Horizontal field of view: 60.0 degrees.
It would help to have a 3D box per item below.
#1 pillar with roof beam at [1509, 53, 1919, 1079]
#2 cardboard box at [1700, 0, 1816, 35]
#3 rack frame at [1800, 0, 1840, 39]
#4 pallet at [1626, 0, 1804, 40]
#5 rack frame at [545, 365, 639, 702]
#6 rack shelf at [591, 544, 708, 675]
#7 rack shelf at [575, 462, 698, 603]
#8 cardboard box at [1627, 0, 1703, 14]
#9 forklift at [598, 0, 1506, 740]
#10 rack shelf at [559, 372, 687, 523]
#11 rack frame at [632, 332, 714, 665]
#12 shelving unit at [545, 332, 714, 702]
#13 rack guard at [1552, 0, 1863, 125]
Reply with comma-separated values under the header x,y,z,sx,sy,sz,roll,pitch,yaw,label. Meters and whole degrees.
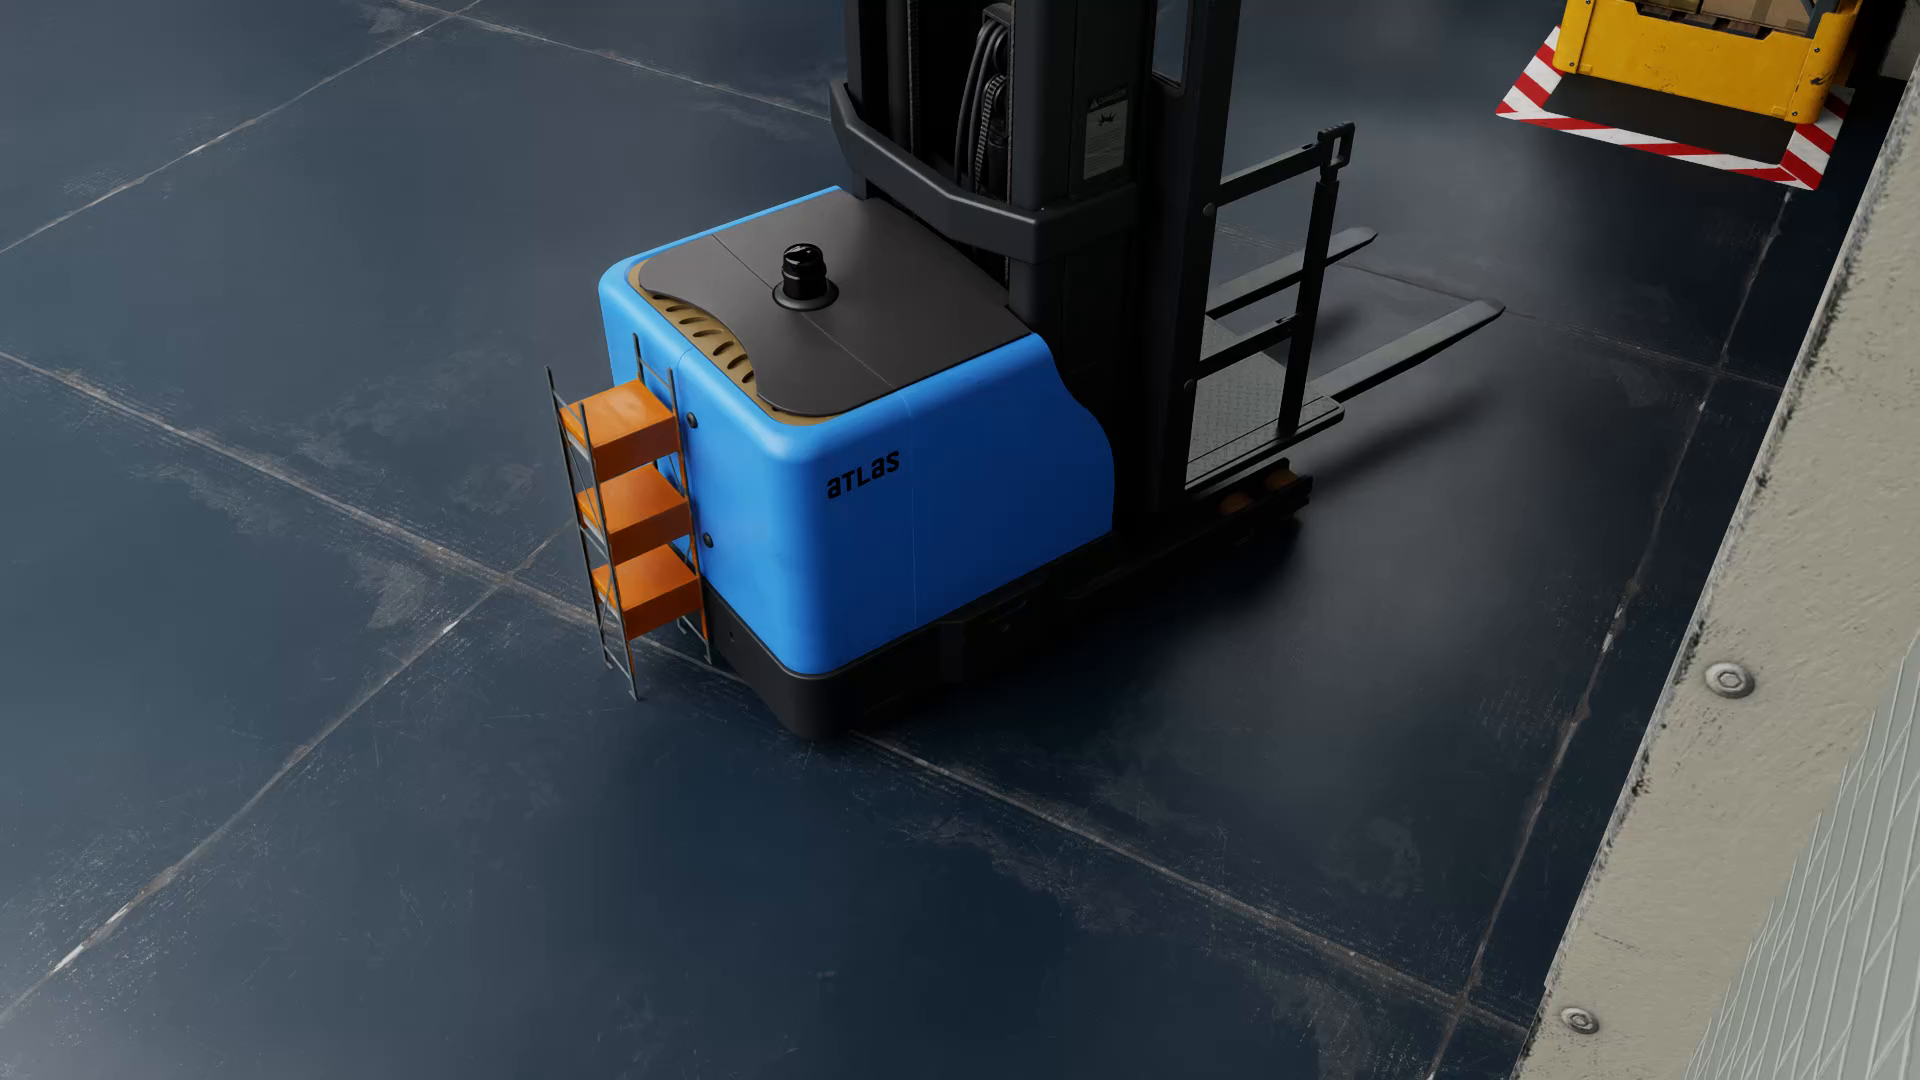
x,y,z,sx,sy,sz,roll,pitch,yaw,label
-2.253,-3.588,2.516,9.100,9.000,0.400,21,45,22,pillar with roof beam
3.763,-2.588,7.682,0.500,0.250,0.500,21,46,22,cardboard box
3.348,-3.246,6.666,1.000,3.000,0.127,21,45,22,rack frame
3.694,-2.651,8.101,1.003,0.211,1.213,21,45,22,pallet
-0.976,0.011,4.443,0.008,1.050,0.200,-26,47,-26,rack frame
-0.877,0.180,4.688,0.240,0.259,0.215,-26,47,-26,rack shelf
-0.877,-0.028,4.504,0.240,0.259,0.215,-26,47,-26,rack shelf
3.310,-2.745,7.860,0.500,0.250,0.500,21,46,22,cardboard box
0.503,-1.342,4.557,3.031,2.935,1.130,-26,47,-26,forklift
-0.877,-0.241,4.316,0.240,0.259,0.215,-26,47,-26,rack shelf
-0.779,-0.084,4.551,0.008,1.050,0.200,-26,47,-26,rack frame
-0.877,-0.036,4.497,0.252,1.050,0.215,-26,47,-26,shelving unit
3.336,-2.294,7.477,1.175,0.500,0.348,21,45,22,rack guard
